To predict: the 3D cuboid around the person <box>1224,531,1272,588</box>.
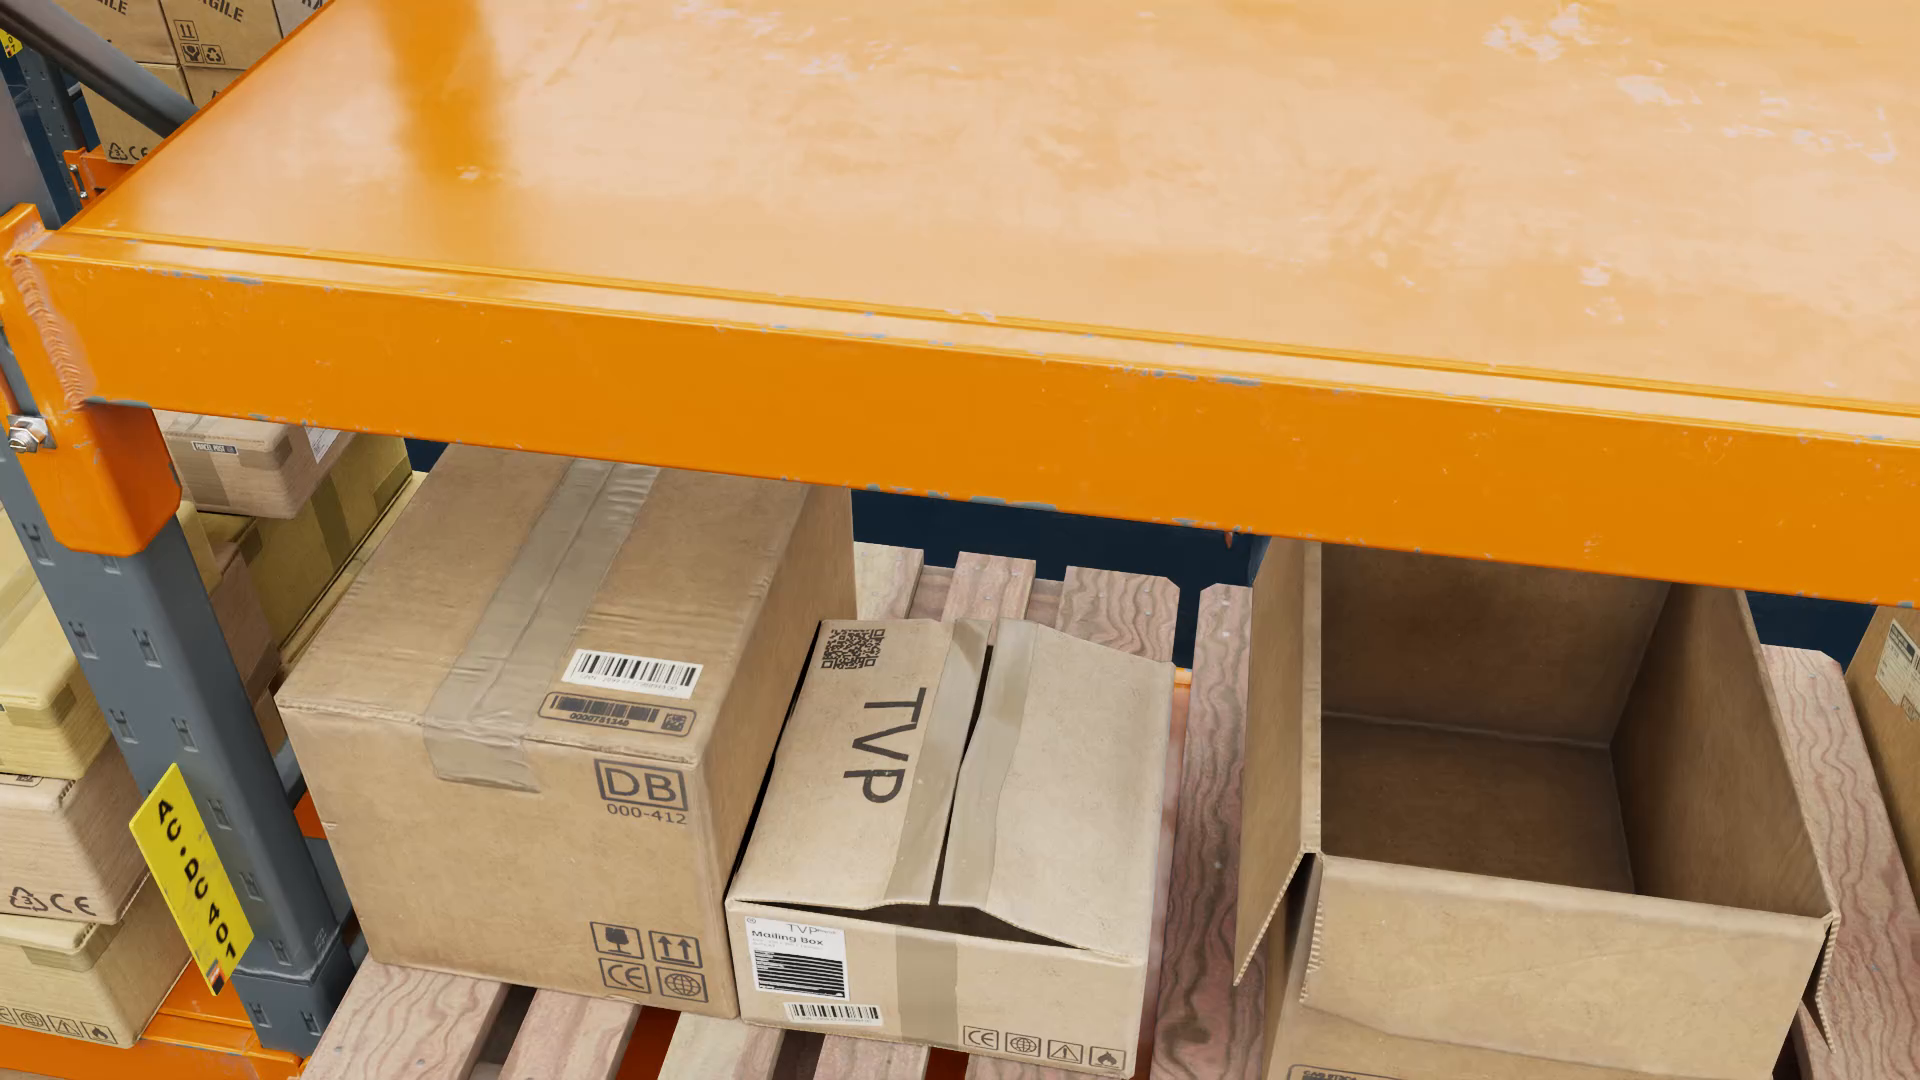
[{"bbox_3d":[1.308,-0.069,6.181,0.632,1.765,0.549,6,41,7],"label":"person"}]
